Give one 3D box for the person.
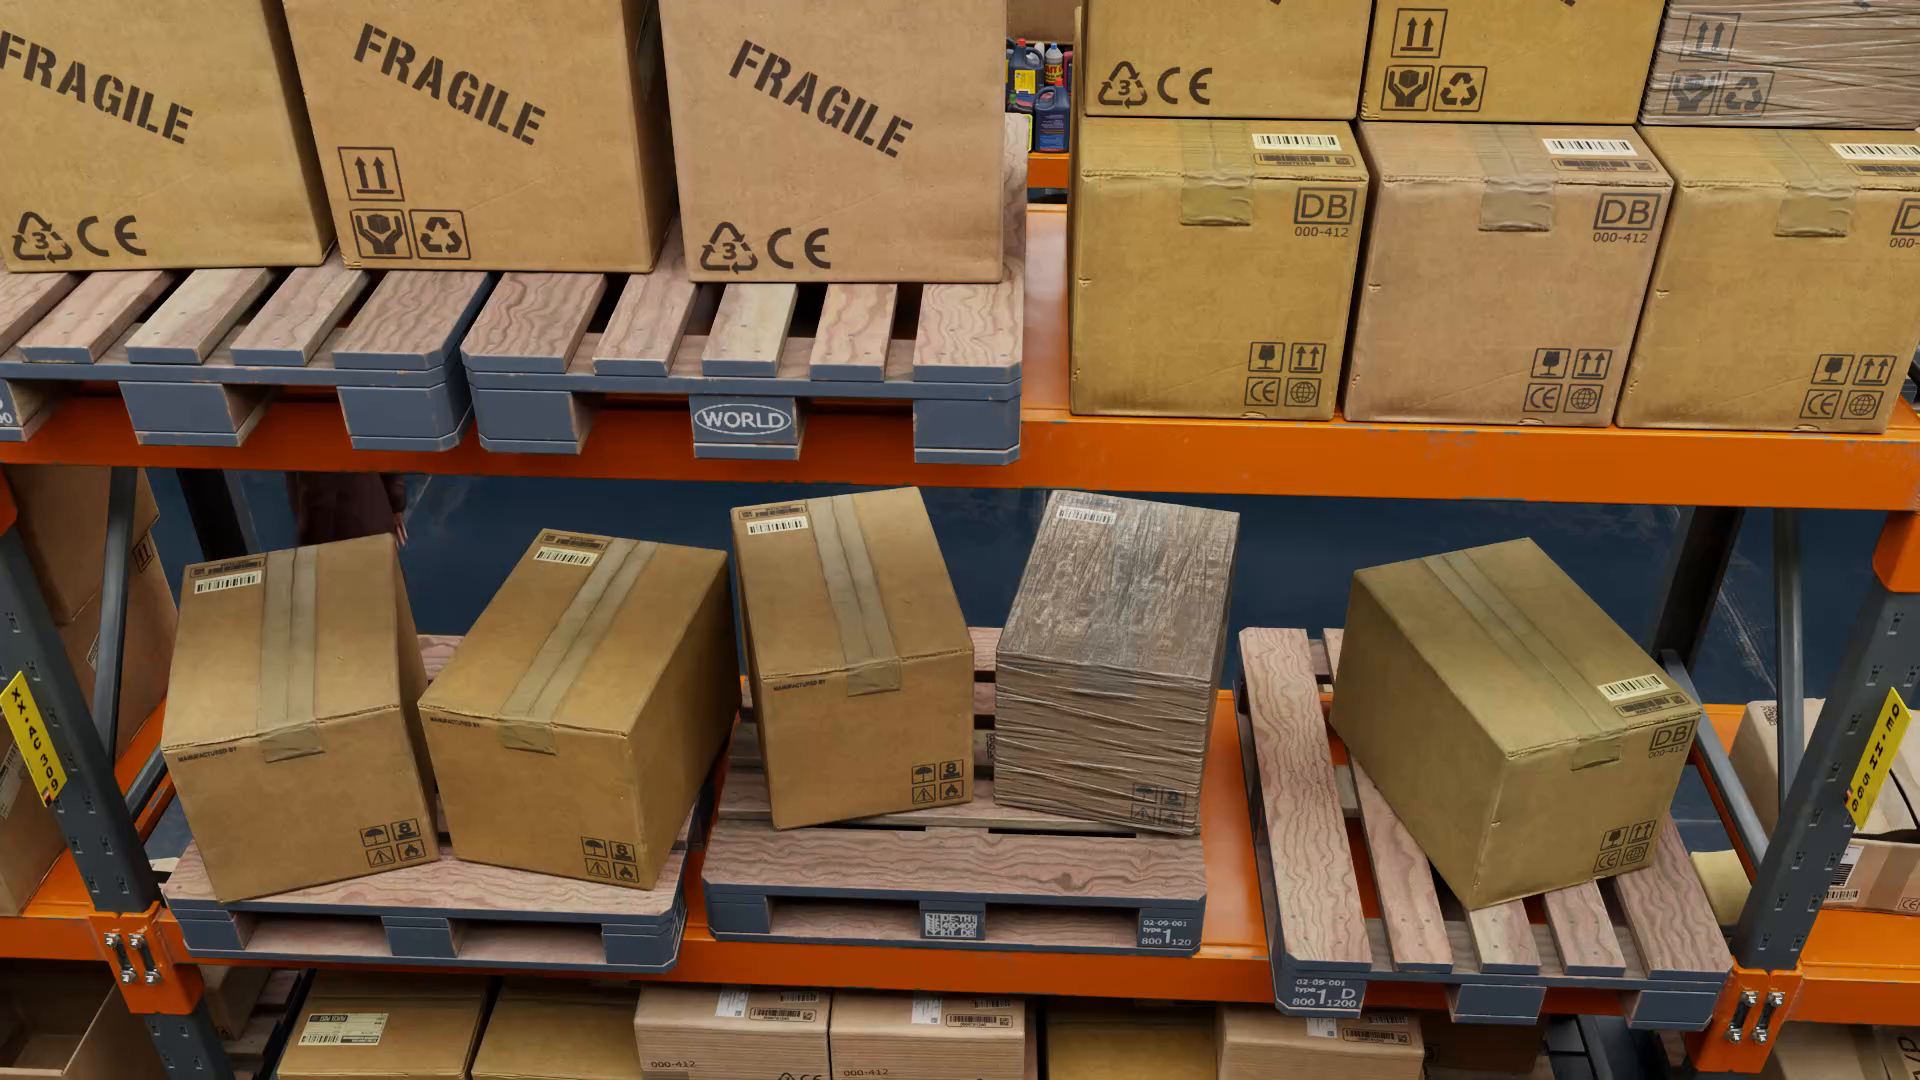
[{"bbox_3d":[-2.238,-0.016,6.171,0.938,1.749,0.573,1,35,2],"label":"person"}]
